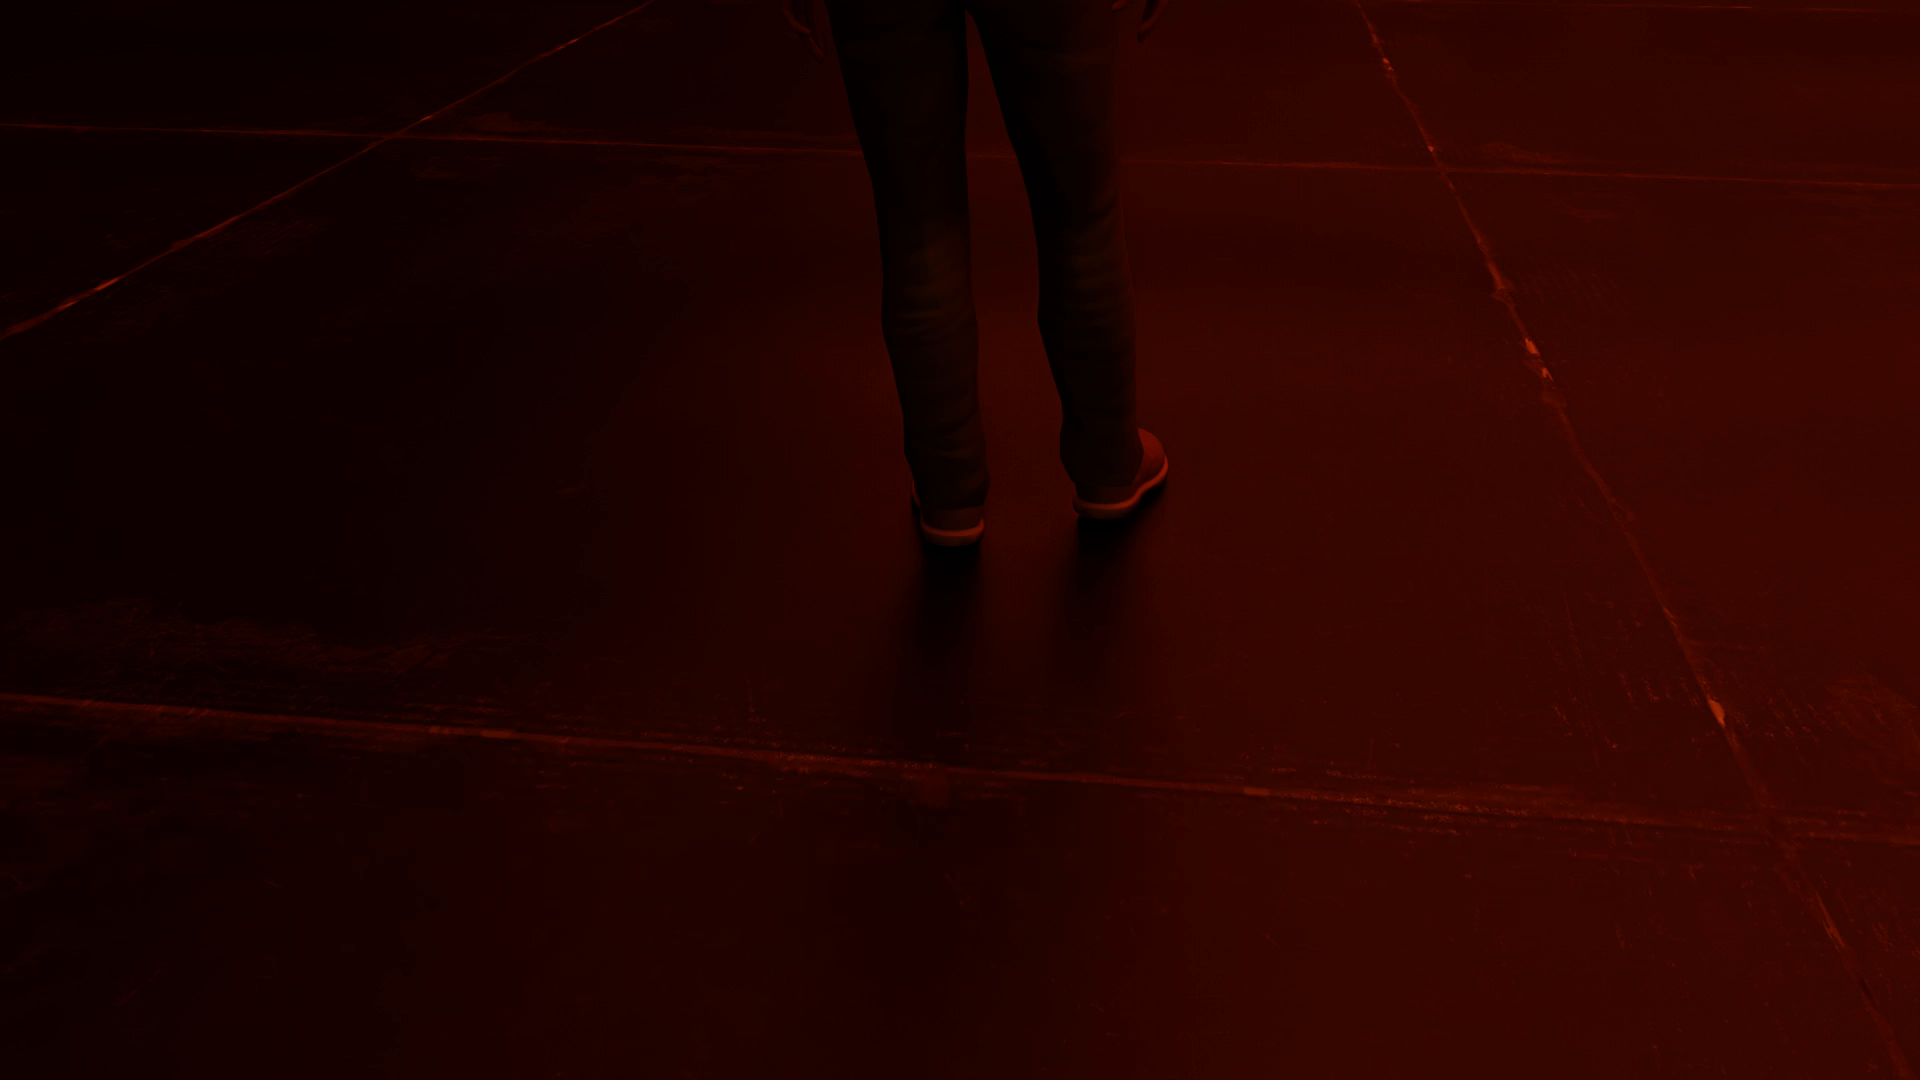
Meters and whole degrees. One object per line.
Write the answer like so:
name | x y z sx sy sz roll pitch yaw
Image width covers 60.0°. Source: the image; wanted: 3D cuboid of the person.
person | 0.031 -0.779 2.206 0.569 1.644 0.503 3 27 7
